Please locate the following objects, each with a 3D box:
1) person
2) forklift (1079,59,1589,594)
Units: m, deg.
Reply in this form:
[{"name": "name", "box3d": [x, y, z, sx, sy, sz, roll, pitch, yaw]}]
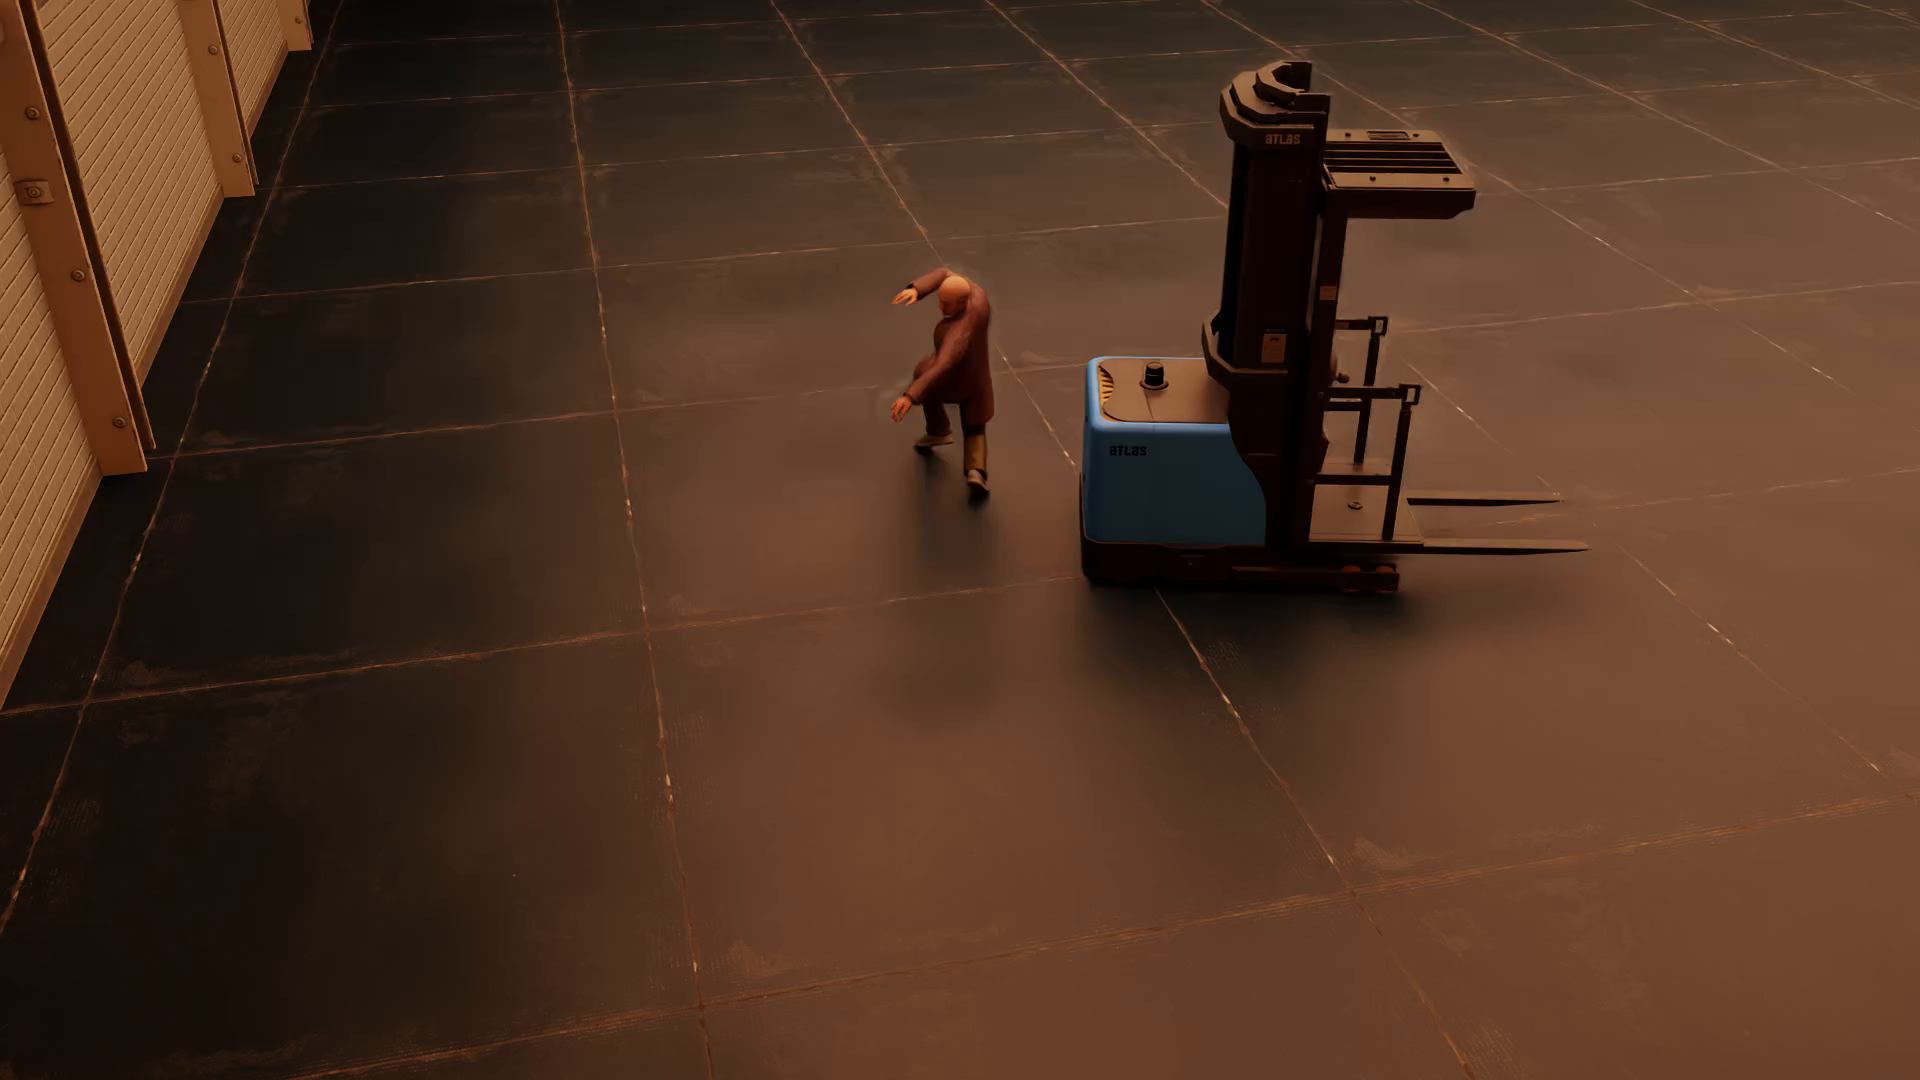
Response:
[{"name": "person", "box3d": [-0.204, -1.041, 10.840, 0.957, 1.477, 1.055, -17, 34, -26]}, {"name": "forklift", "box3d": [2.269, -1.218, 9.679, 3.031, 2.935, 1.130, 1, 30, 2]}]
